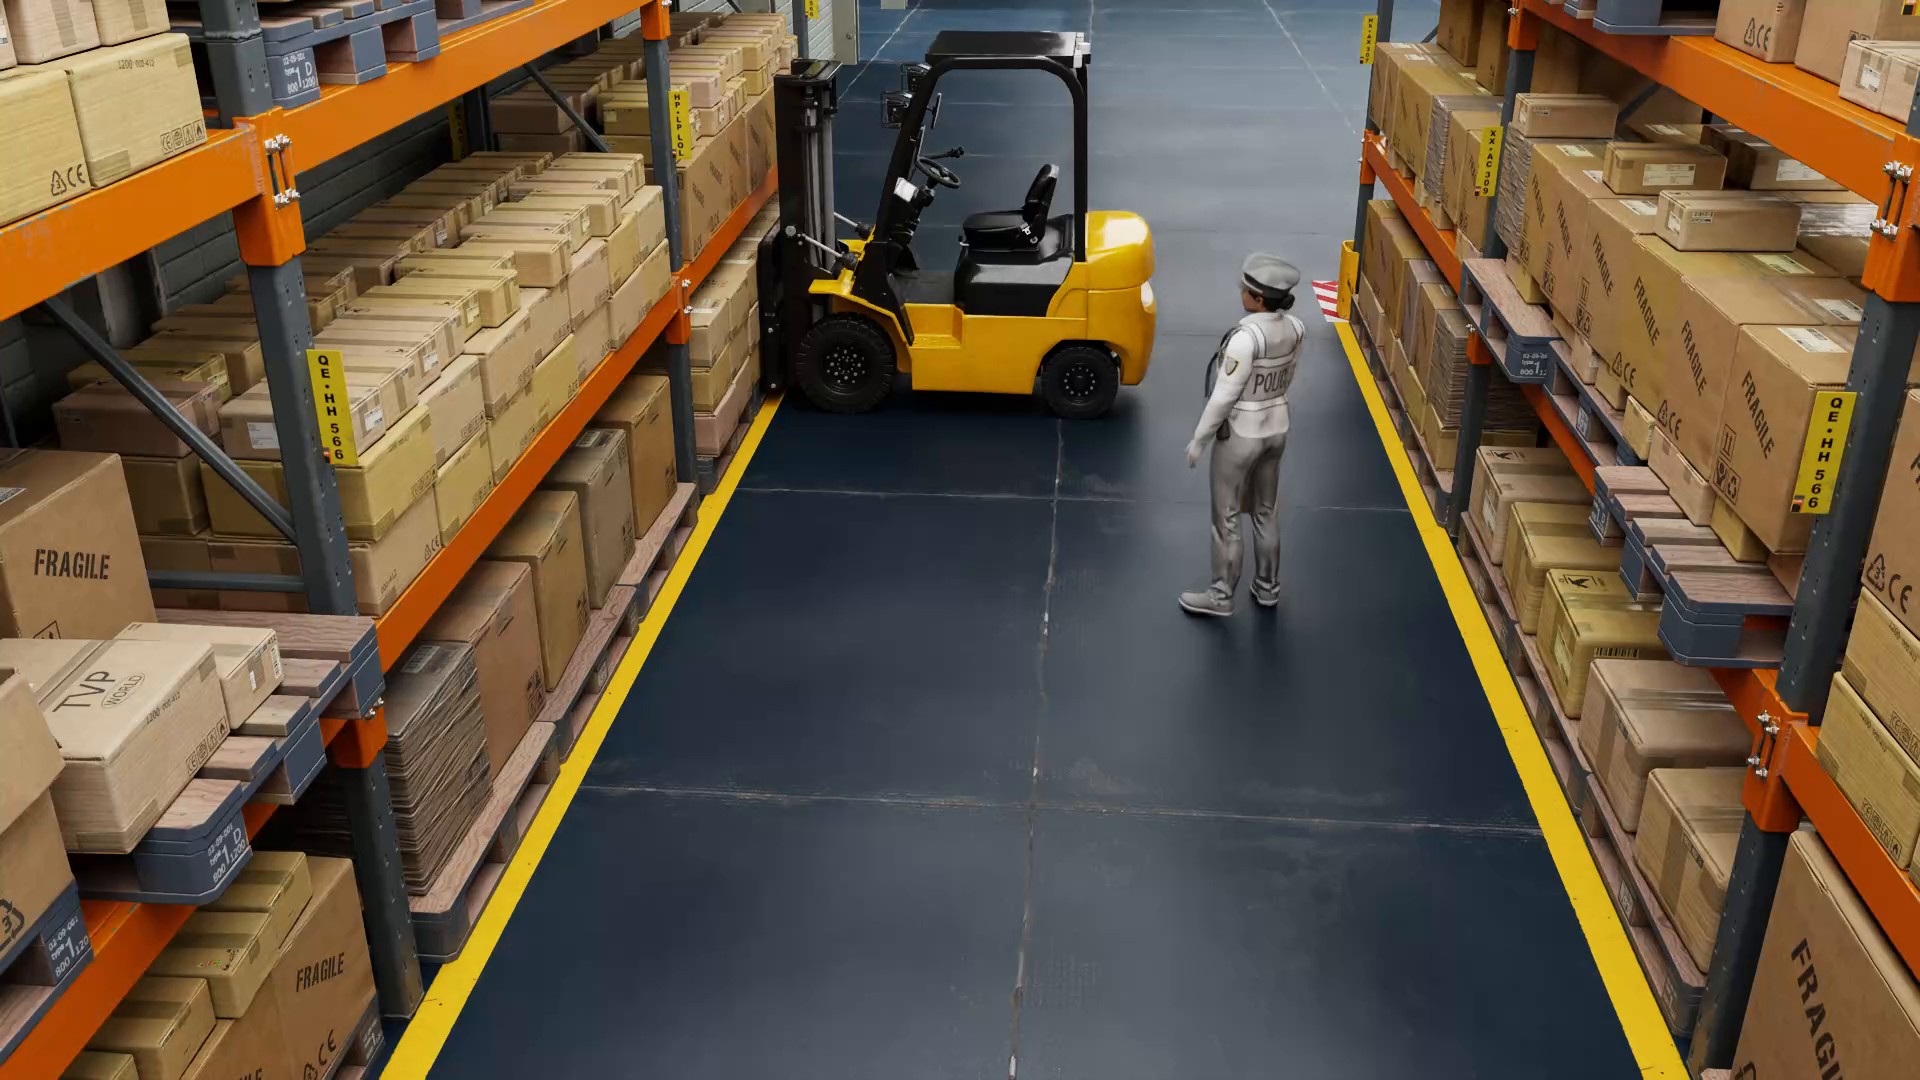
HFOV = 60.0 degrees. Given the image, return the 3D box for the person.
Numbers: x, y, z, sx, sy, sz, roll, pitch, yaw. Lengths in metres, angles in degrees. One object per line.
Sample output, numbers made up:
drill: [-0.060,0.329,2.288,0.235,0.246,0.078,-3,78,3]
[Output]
person: [1.301,-0.464,7.536,0.563,1.693,0.375,-20,31,-37]
